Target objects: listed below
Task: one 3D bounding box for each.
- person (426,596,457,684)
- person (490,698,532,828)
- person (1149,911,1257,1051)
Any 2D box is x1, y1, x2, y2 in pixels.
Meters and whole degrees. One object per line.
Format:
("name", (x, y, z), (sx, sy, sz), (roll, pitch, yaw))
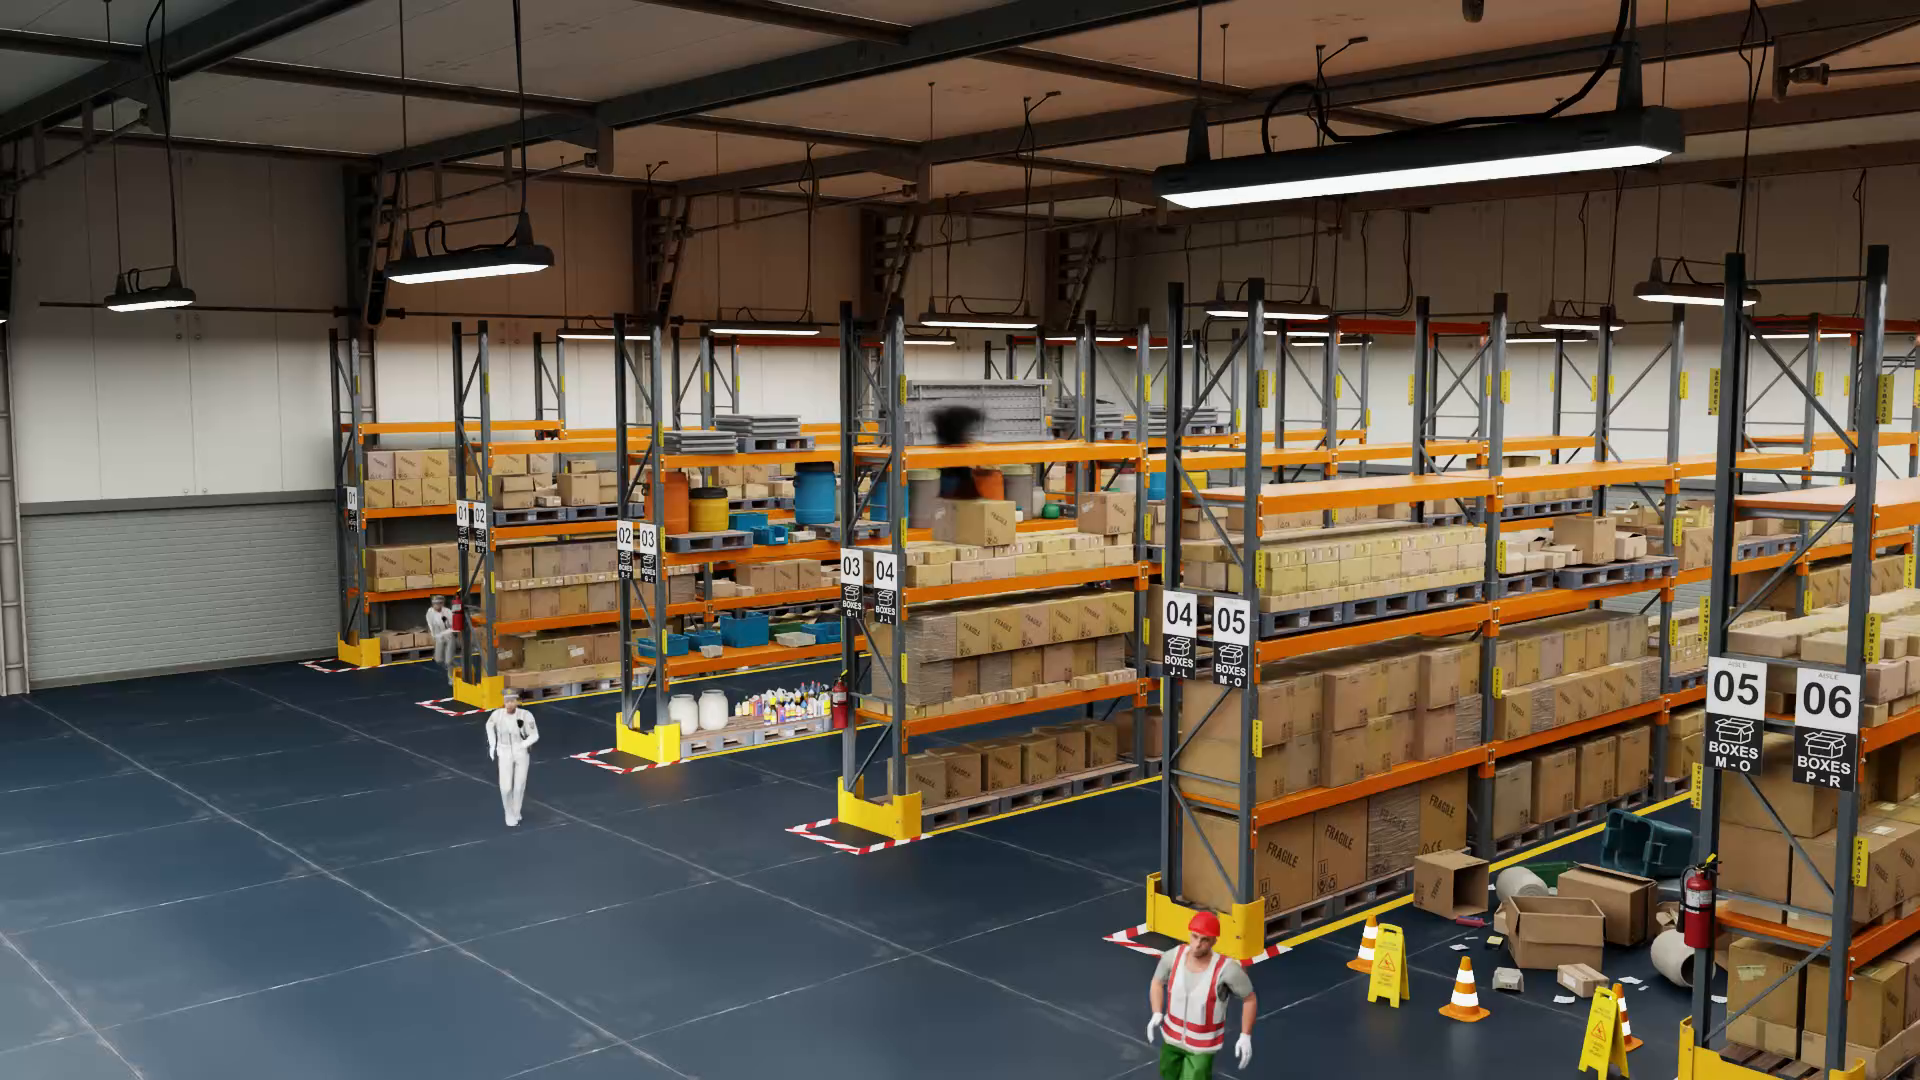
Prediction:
("person", (-8.605, 1.659, 27.602), (0.640, 1.549, 0.739), (1, 6, 11))
("person", (-5.127, 2.500, 18.971), (0.472, 1.622, 0.730), (-1, 6, -9))
("person", (1.490, 3.202, 10.537), (0.699, 1.768, 1.008), (3, 7, 31))
